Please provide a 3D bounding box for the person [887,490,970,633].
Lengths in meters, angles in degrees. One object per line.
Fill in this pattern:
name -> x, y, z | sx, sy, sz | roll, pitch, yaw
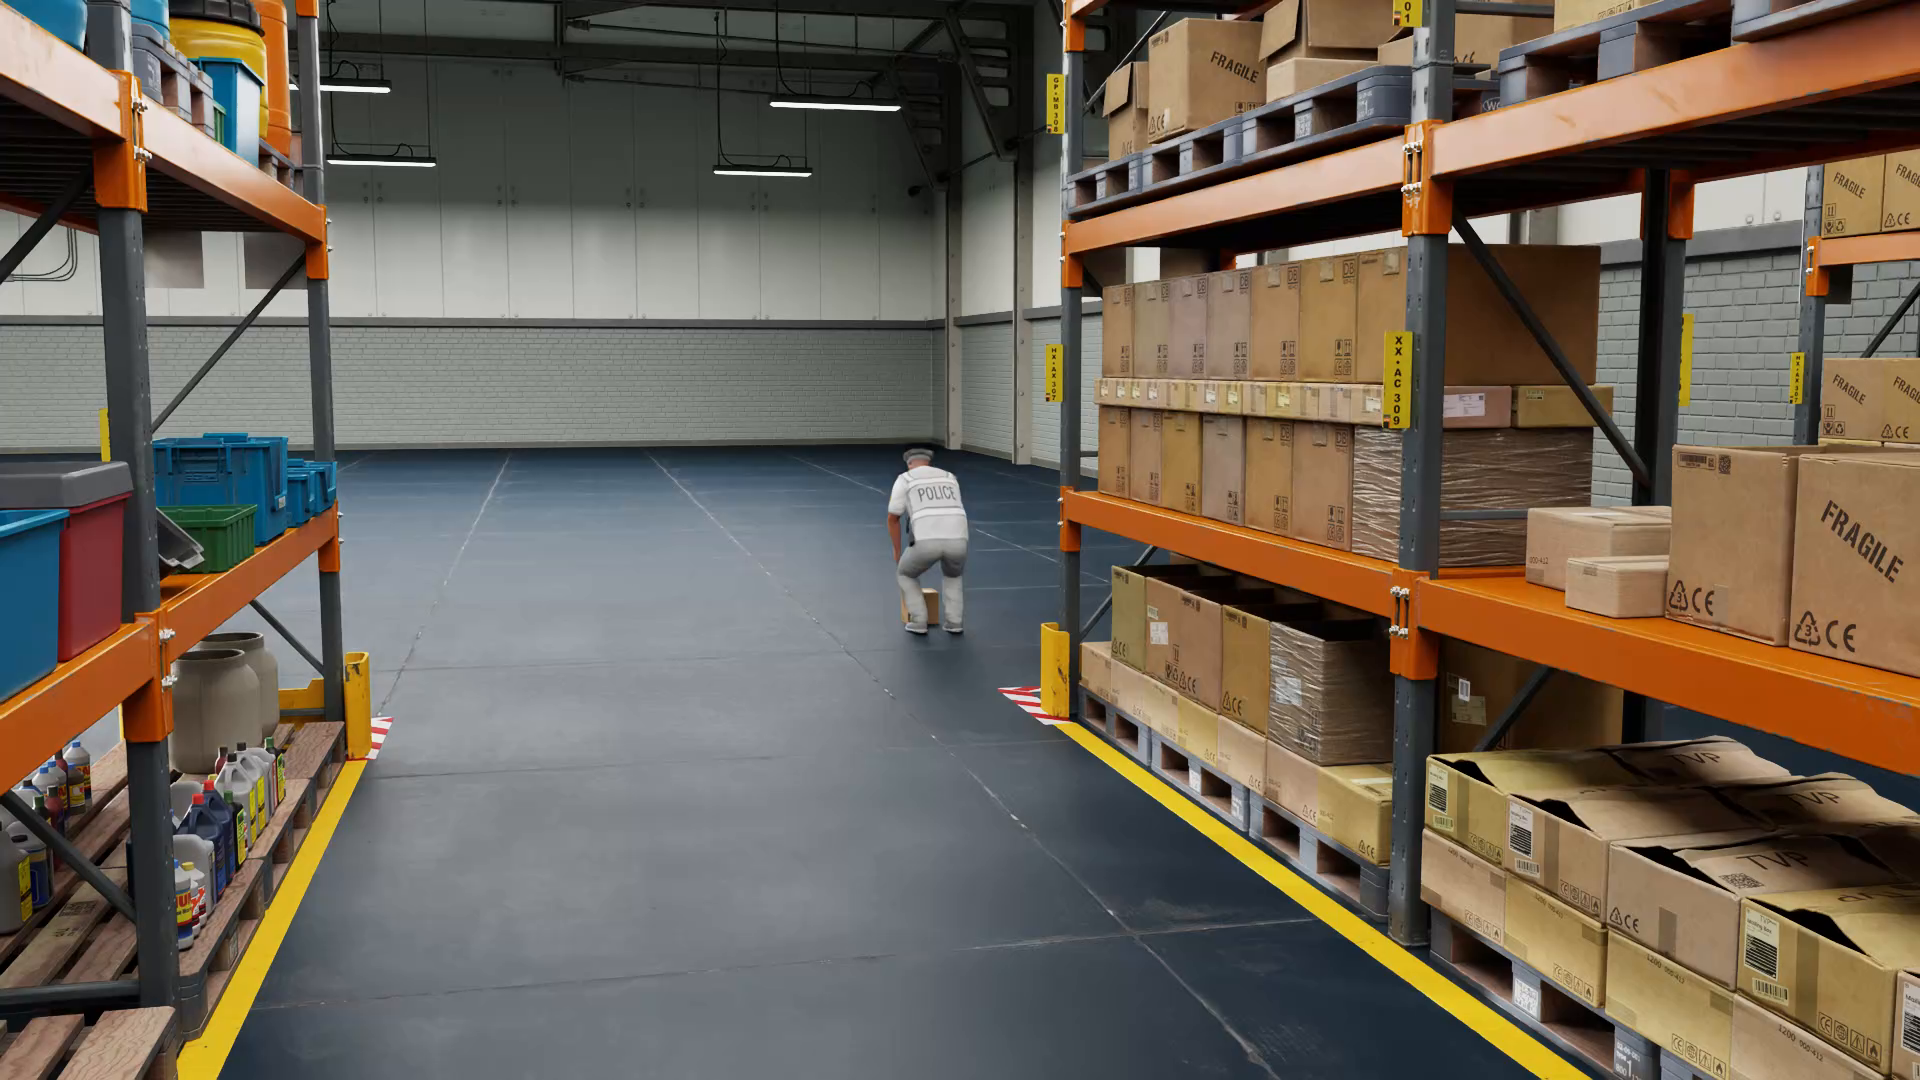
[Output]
person -> -0.253, 0.165, 12.695 | 0.570, 1.052, 0.938 | -2, 6, -14
